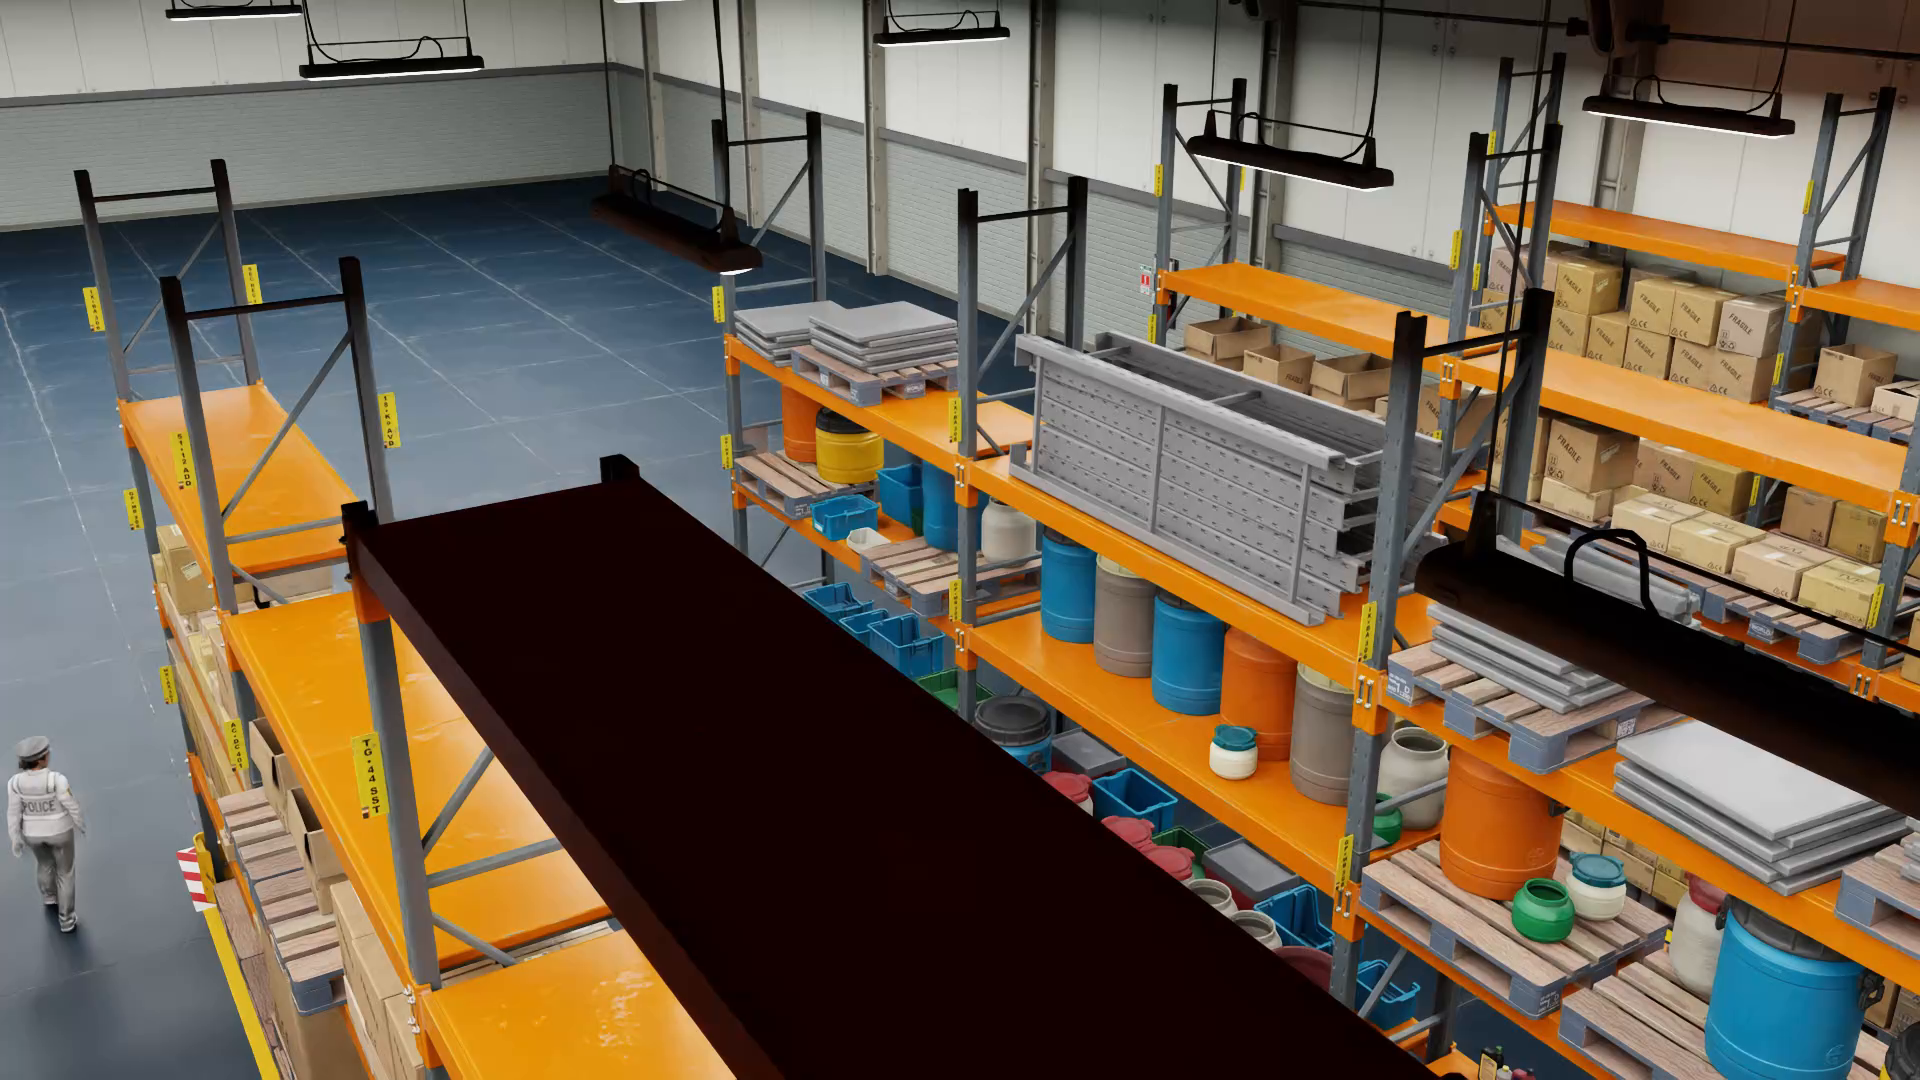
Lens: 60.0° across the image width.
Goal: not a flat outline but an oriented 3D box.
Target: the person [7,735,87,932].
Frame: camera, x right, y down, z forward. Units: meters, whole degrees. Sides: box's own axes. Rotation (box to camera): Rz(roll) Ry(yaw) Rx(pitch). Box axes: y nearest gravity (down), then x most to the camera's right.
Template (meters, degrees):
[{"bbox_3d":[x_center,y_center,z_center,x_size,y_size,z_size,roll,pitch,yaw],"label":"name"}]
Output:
[{"bbox_3d":[-7.315,2.308,13.408,0.590,1.671,0.622,-1,22,-4],"label":"person"}]
